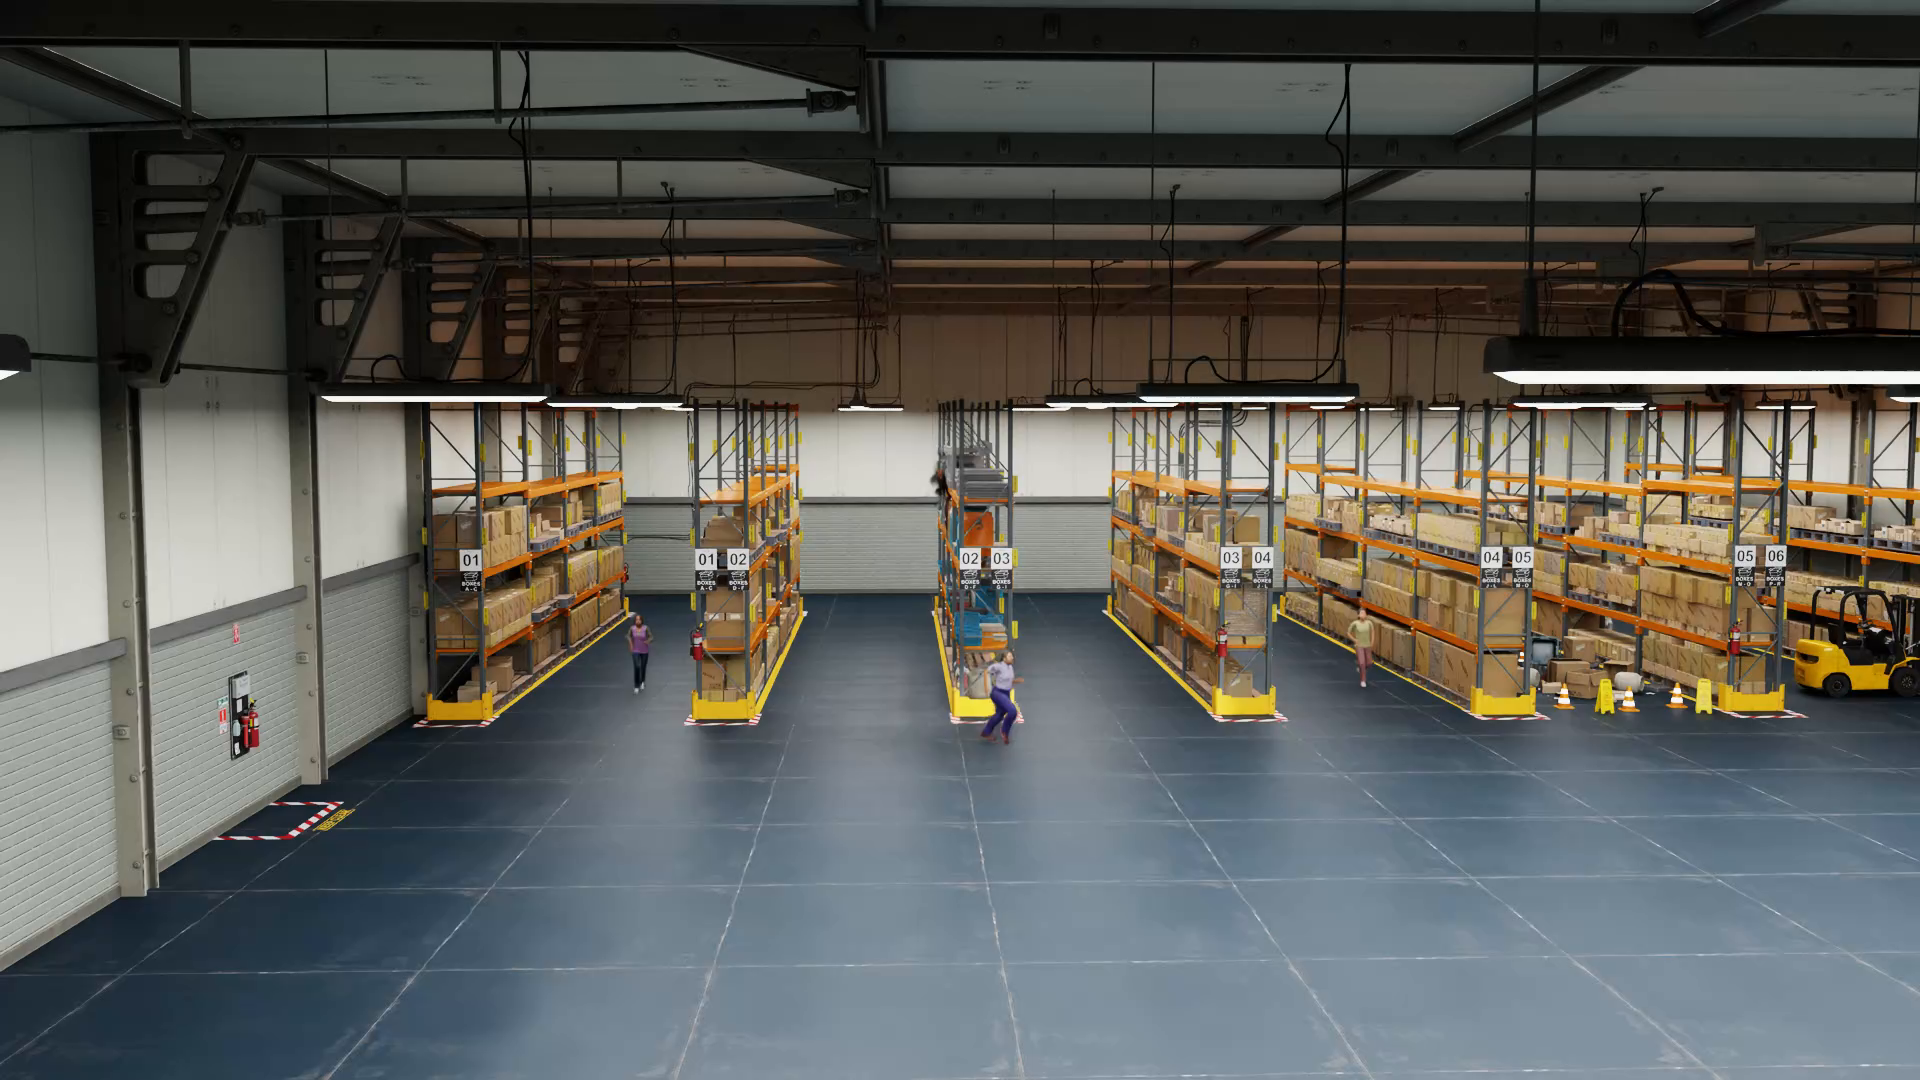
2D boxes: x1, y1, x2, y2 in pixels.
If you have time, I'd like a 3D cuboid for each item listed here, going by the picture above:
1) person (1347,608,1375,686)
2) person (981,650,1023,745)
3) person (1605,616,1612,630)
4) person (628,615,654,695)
[{"bbox_3d":[8.490,2.250,35.203,0.606,1.628,0.641,-1,4,-8],"label":"person"},{"bbox_3d":[0.712,2.727,28.801,0.796,1.632,0.630,2,5,27],"label":"person"},{"bbox_3d":[16.548,1.585,42.762,0.664,1.852,0.776,0,4,-5],"label":"person"},{"bbox_3d":[-6.544,2.340,34.103,0.530,1.635,0.724,-1,4,-11],"label":"person"}]
